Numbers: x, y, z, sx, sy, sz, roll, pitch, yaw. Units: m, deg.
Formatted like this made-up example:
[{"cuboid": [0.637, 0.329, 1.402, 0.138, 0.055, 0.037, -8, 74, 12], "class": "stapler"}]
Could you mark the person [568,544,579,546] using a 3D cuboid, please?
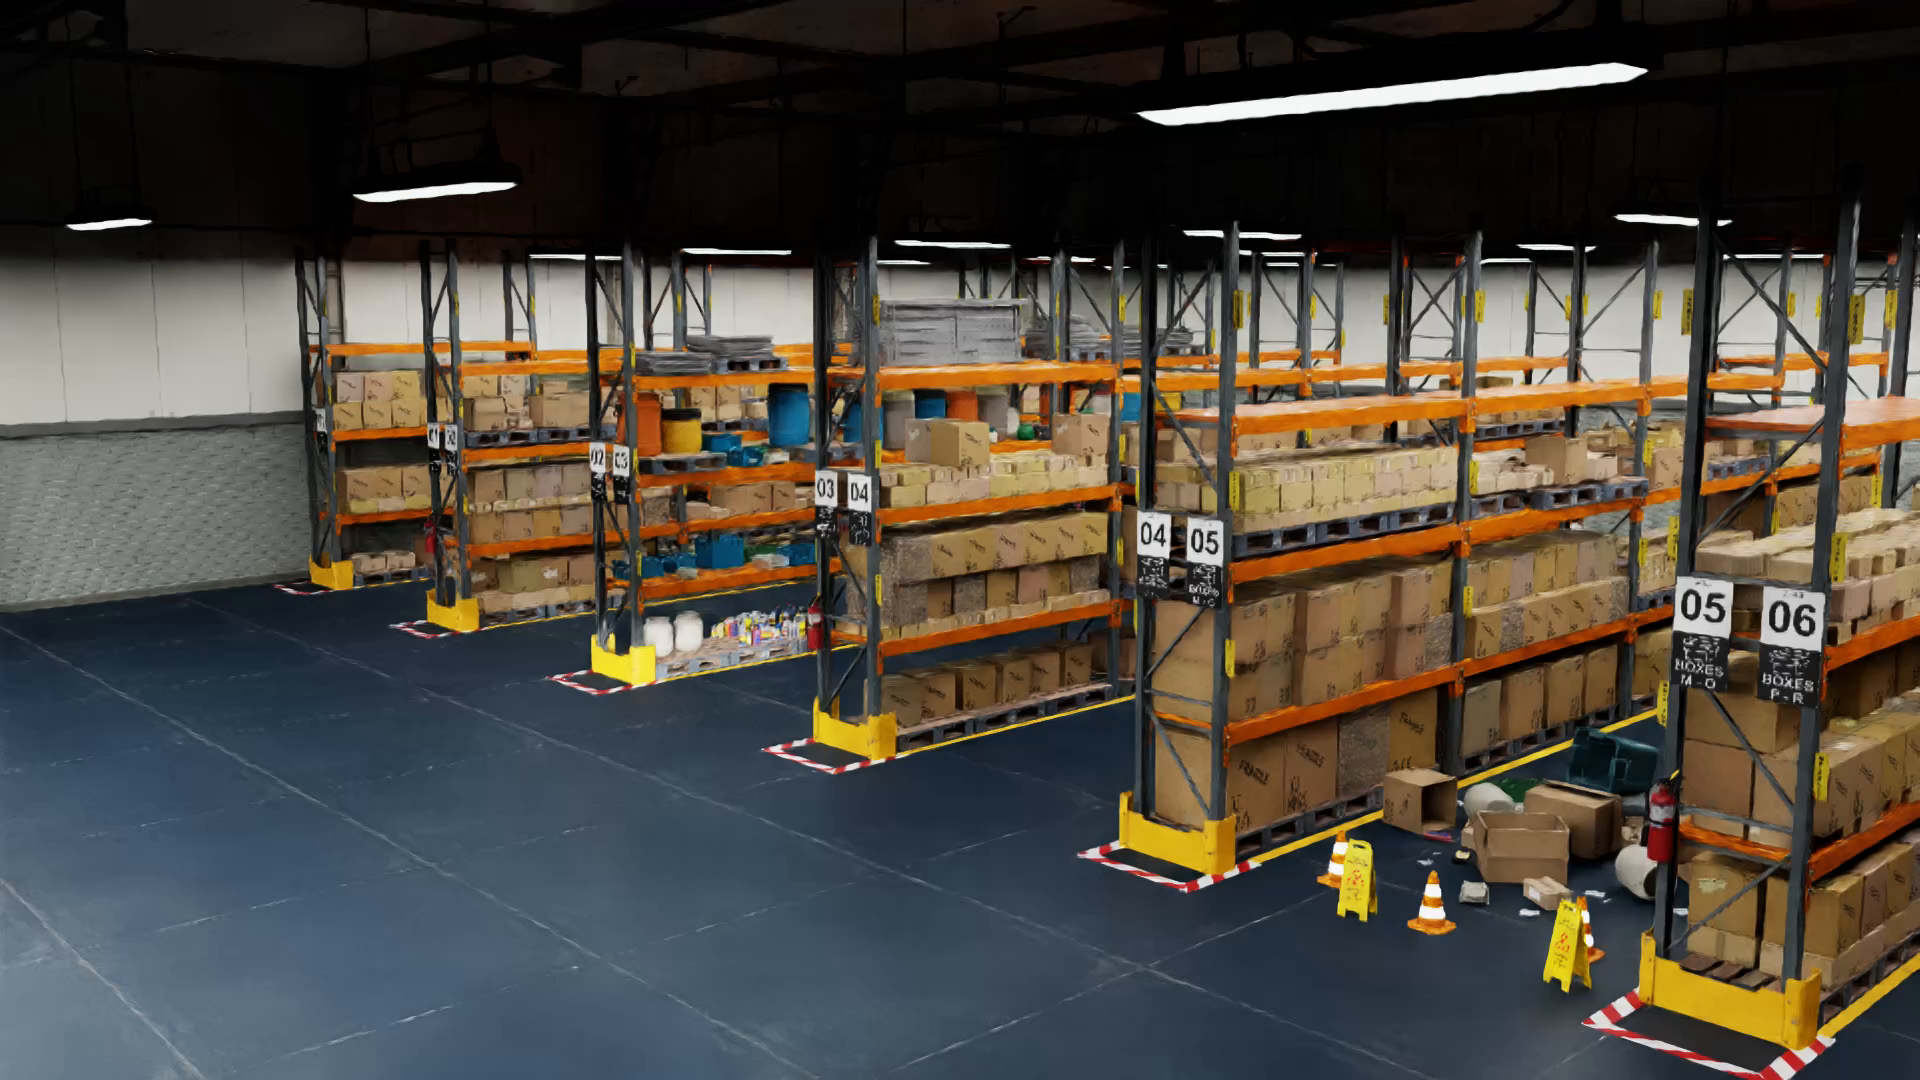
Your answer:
[{"cuboid": [-6.819, -0.026, 29.715, 0.441, 1.675, 0.496, 2, 9, 16], "class": "person"}]

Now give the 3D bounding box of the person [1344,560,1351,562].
[{"cuboid": [5.361, 1.012, 22.594, 0.546, 1.733, 0.729, -8, 12, -43], "class": "person"}]

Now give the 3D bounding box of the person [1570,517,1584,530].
[{"cuboid": [10.180, 0.313, 27.419, 0.416, 1.677, 0.537, 3, 9, 17], "class": "person"}]
